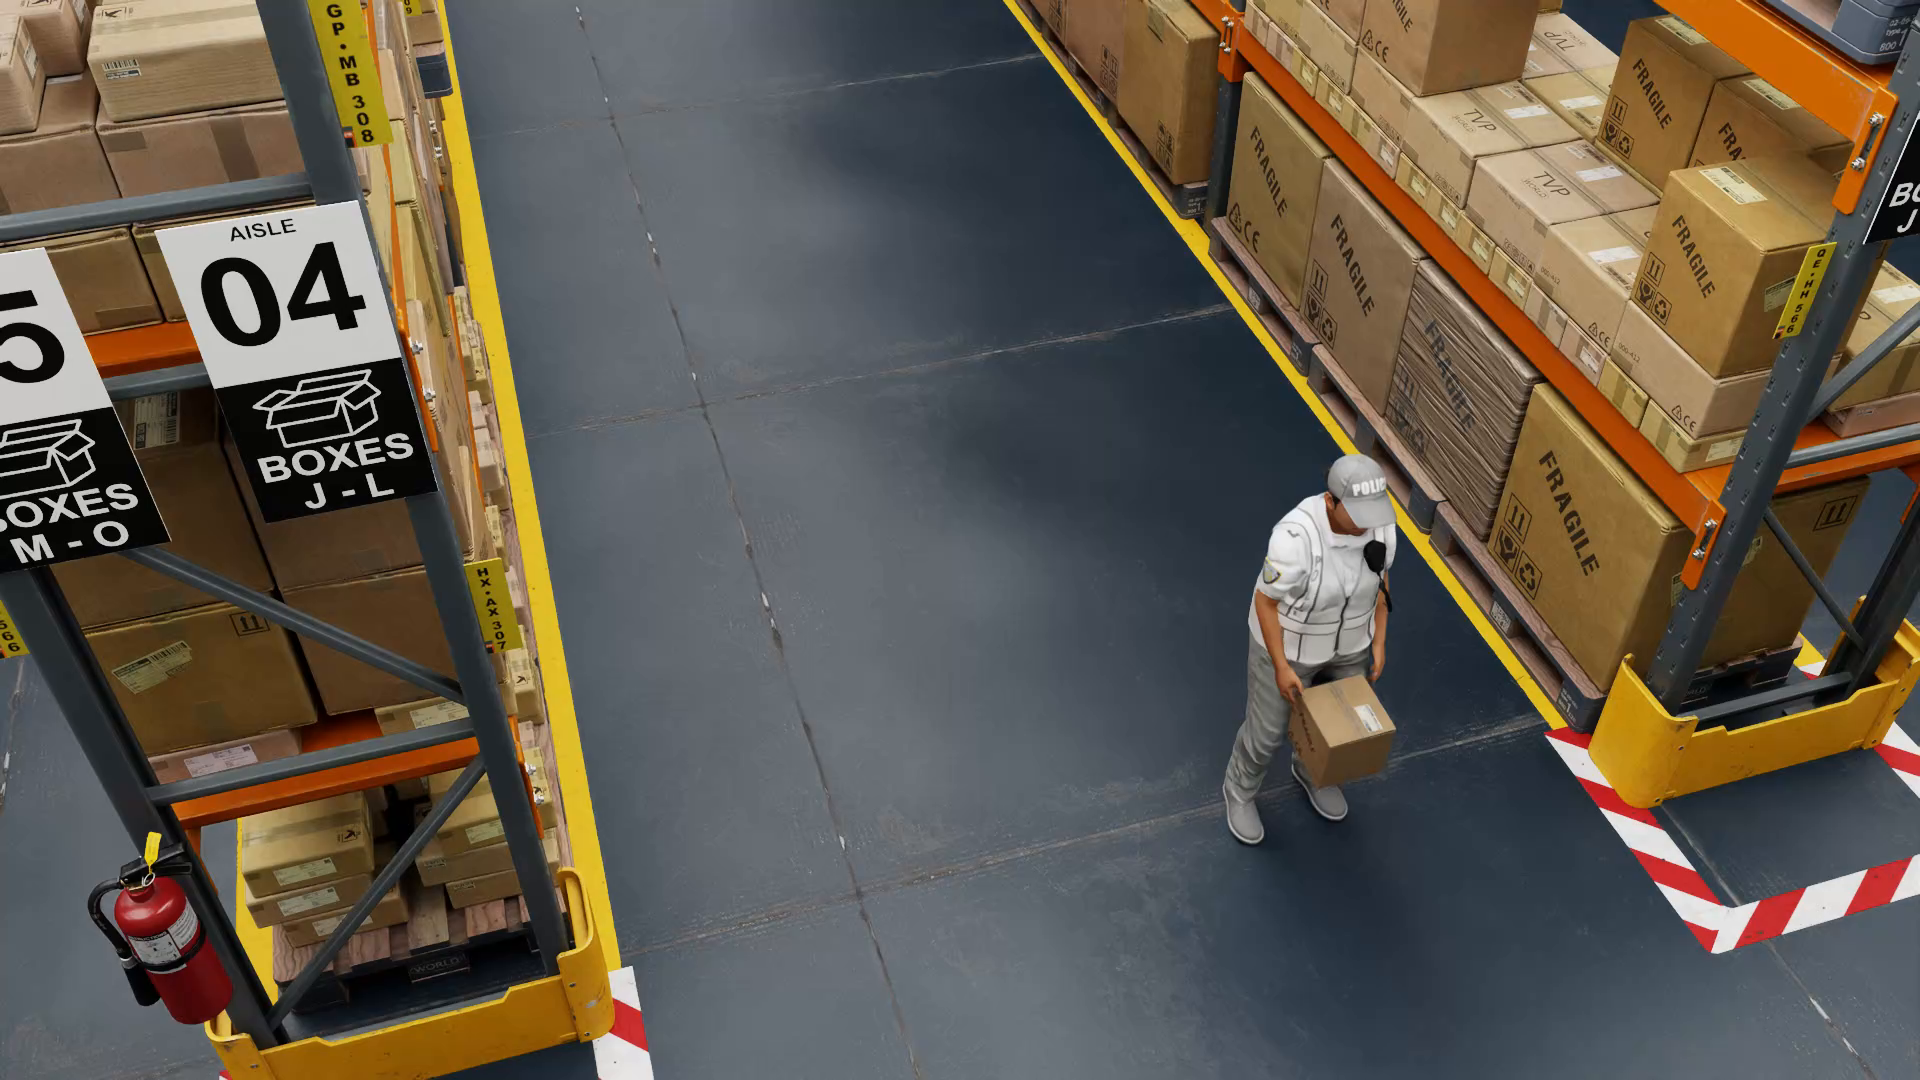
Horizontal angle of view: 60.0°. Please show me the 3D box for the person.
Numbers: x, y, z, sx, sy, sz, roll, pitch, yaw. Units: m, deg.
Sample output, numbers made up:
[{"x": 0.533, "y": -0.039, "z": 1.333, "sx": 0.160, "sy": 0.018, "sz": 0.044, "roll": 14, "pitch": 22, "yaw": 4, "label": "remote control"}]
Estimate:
[{"x": 1.222, "y": 0.354, "z": 5.765, "sx": 0.519, "sy": 1.671, "sz": 0.424, "roll": -13, "pitch": 44, "yaw": -14, "label": "person"}]
